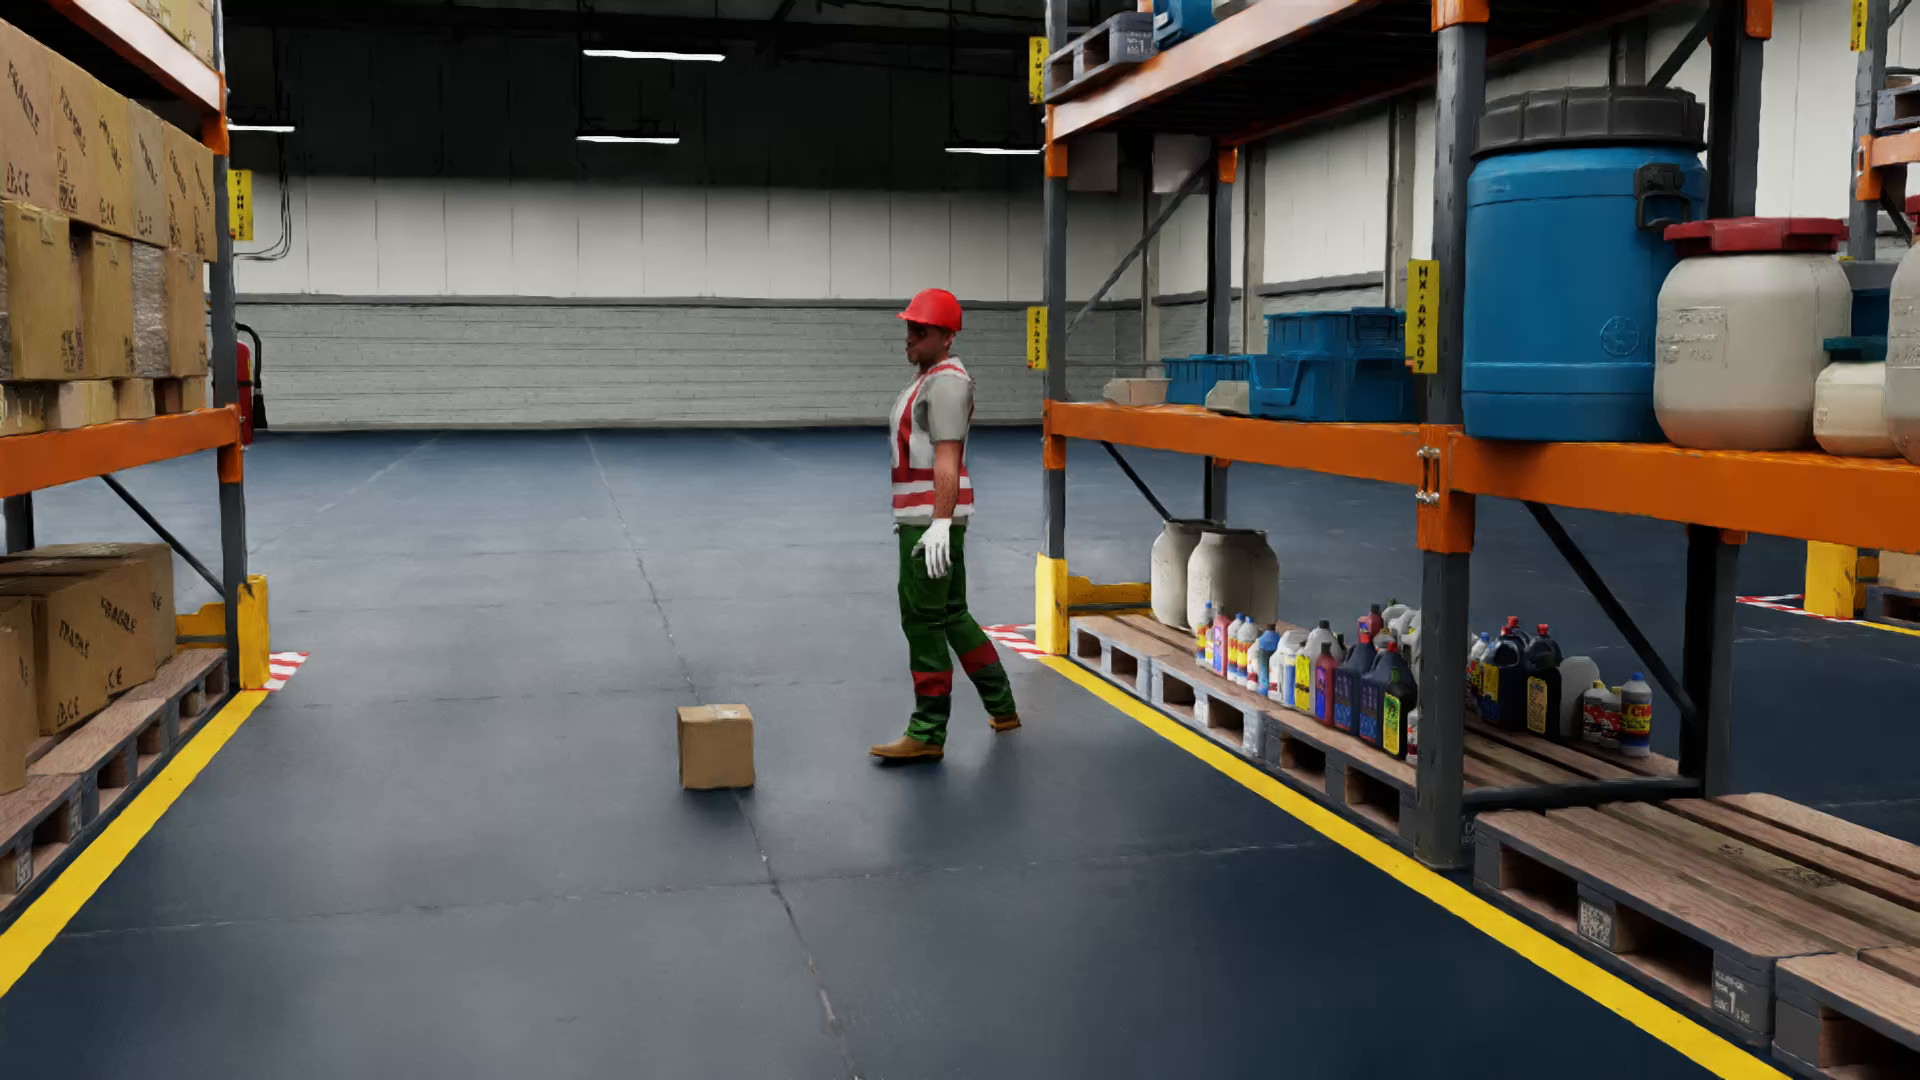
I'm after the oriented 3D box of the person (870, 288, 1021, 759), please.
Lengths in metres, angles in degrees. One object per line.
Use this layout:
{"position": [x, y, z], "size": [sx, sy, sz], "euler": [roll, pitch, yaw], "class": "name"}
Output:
{"position": [-0.048, -0.059, 6.373], "size": [0.601, 1.791, 0.729], "euler": [0, 6, -2], "class": "person"}
